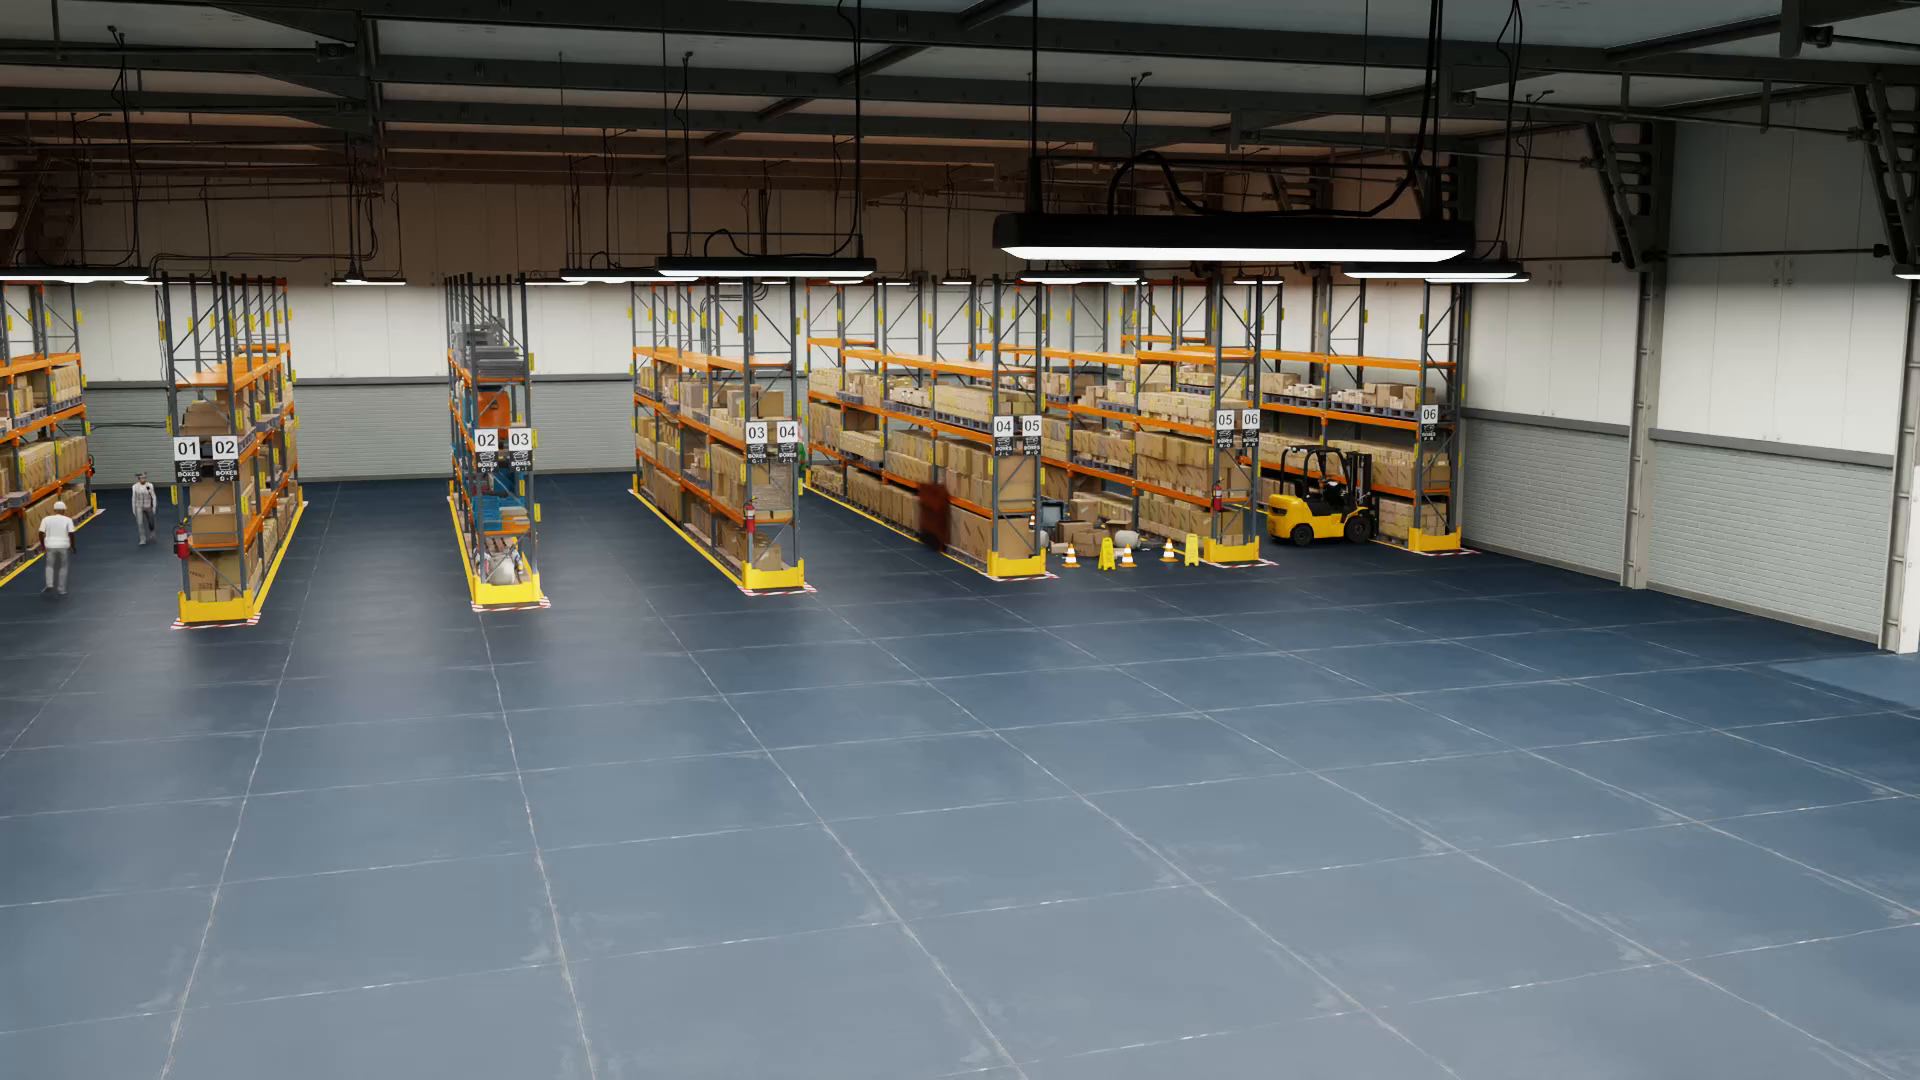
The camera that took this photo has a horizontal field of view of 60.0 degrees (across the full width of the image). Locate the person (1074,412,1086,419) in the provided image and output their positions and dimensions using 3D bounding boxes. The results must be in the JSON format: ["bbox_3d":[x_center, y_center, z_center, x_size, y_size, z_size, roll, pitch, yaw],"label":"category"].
[{"bbox_3d":[3.990,-3.564,55.667,0.707,1.762,0.571,-6,11,-37],"label":"person"}]

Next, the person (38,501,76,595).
[{"bbox_3d":[-16.984,0.161,31.288,0.629,1.736,0.700,-3,9,-16],"label":"person"}]

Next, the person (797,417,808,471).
[{"bbox_3d":[-5.165,-3.070,52.476,0.902,1.763,0.514,1,9,4],"label":"person"}]

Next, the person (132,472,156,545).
[{"bbox_3d":[-18.418,-0.751,37.559,0.489,1.623,0.871,-3,9,-20],"label":"person"}]
